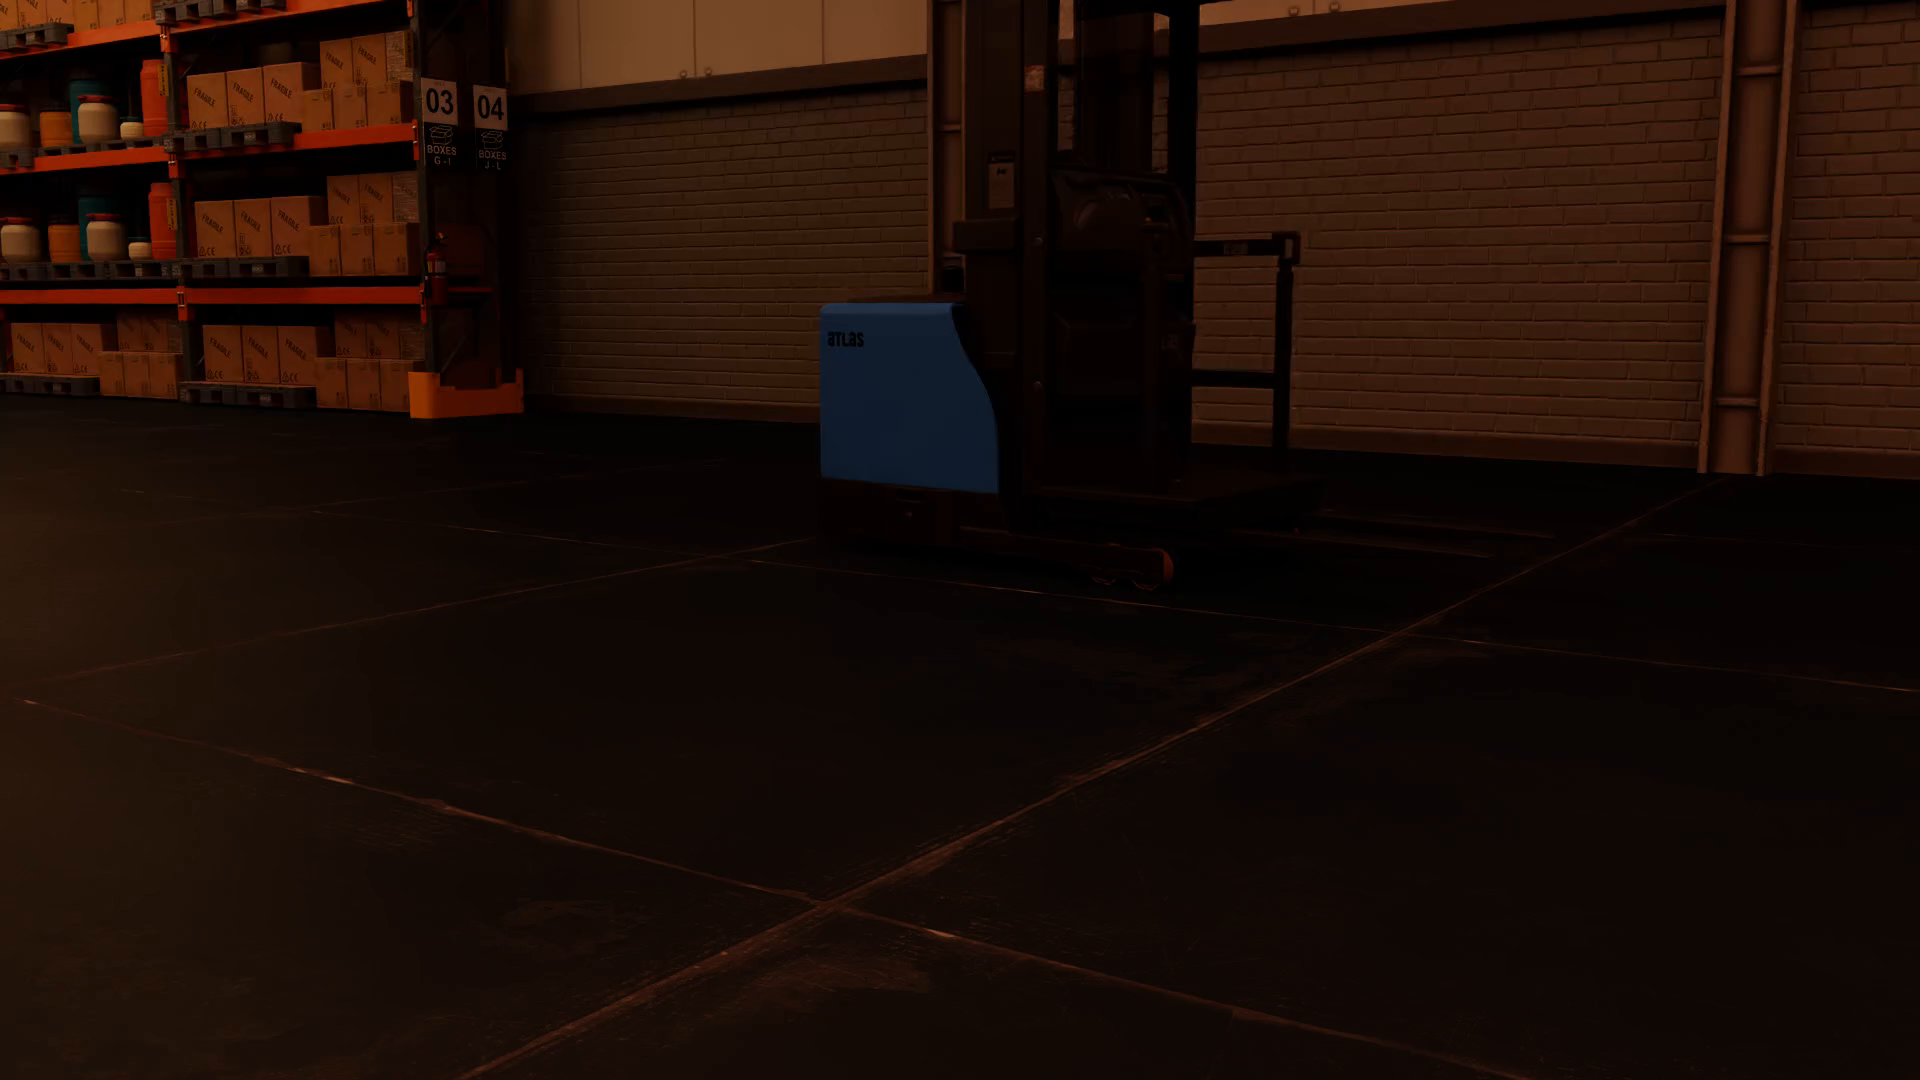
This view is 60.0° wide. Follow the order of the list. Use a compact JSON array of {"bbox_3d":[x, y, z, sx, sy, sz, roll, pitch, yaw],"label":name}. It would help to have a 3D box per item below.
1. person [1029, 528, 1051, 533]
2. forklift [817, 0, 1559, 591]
[{"bbox_3d":[0.685,-0.667,7.795,0.778,1.369,0.823,-1,8,-6],"label":"person"},{"bbox_3d":[0.825,-1.343,6.635,3.031,2.935,1.130,7,10,39],"label":"forklift"}]
